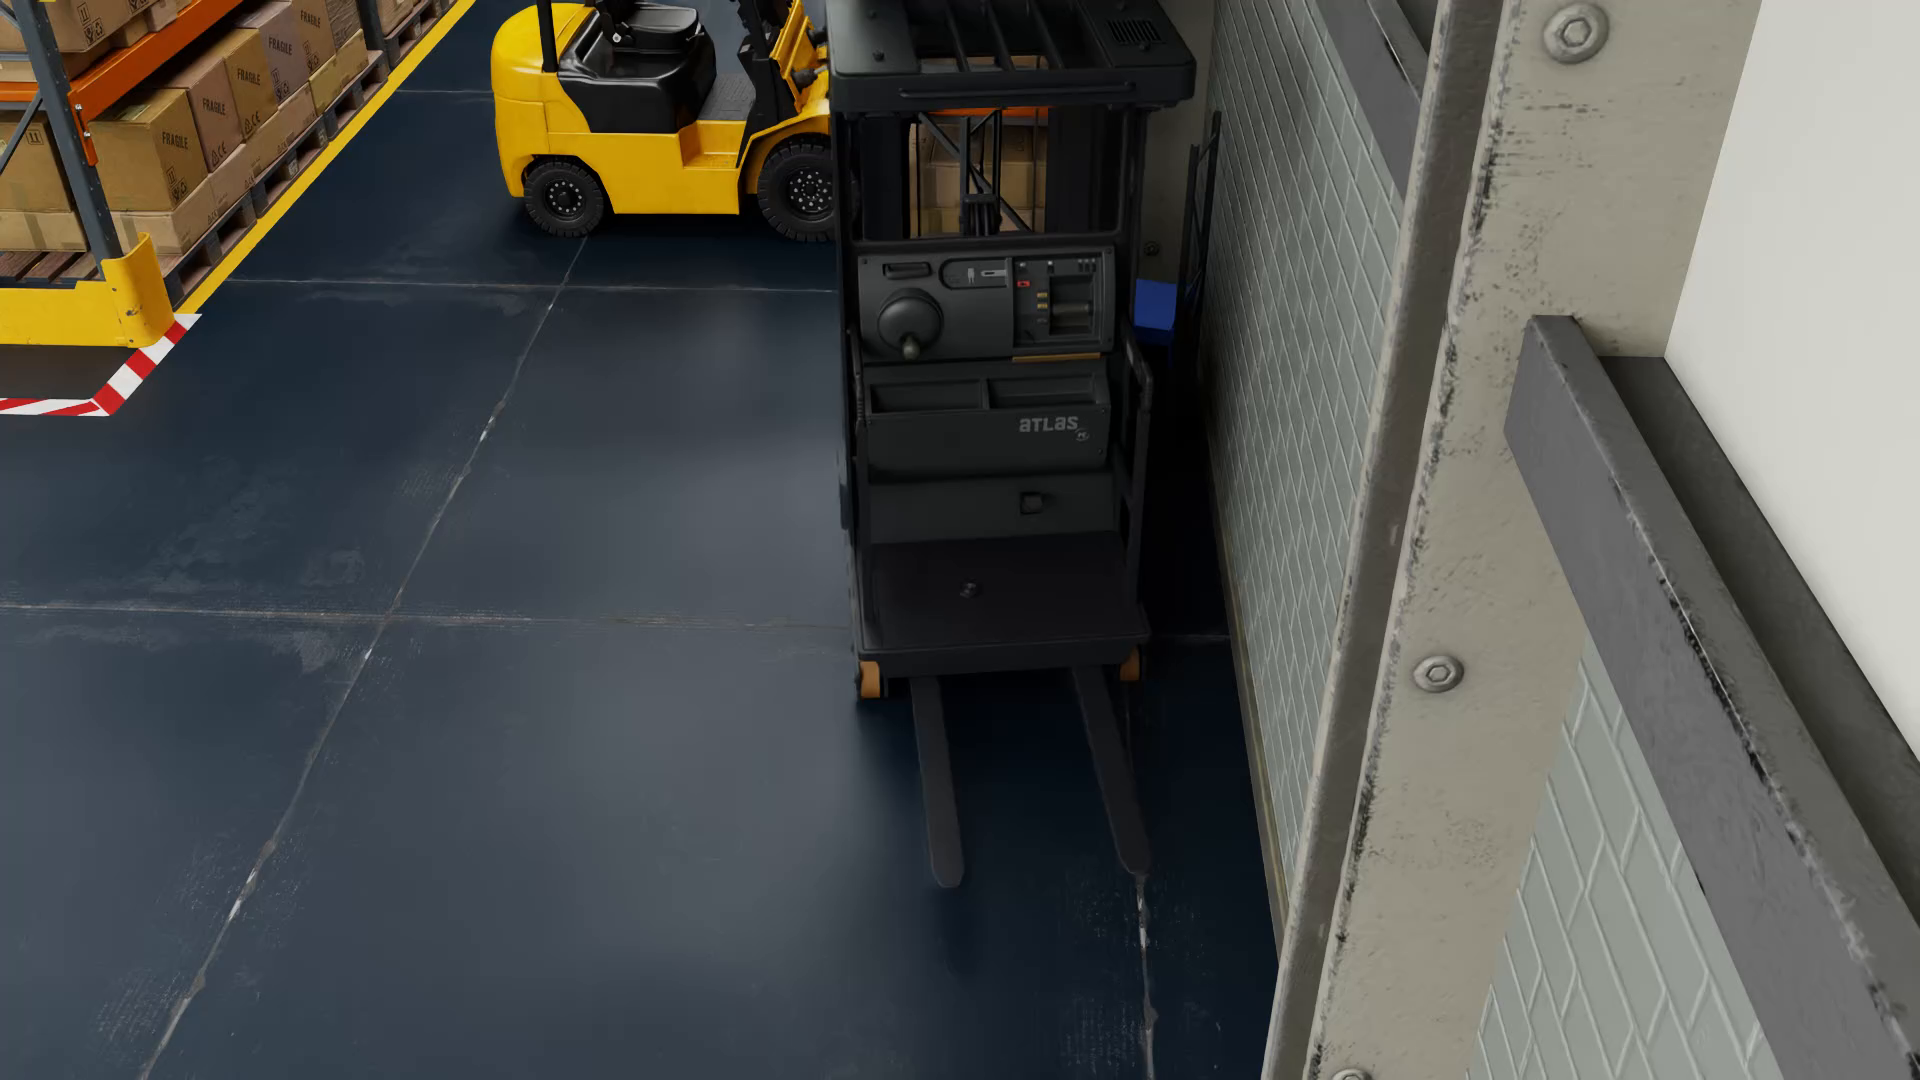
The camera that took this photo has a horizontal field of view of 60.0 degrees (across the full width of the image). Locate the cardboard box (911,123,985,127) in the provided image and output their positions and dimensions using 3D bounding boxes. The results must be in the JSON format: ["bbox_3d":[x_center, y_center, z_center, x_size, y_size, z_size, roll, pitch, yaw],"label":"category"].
[{"bbox_3d":[-0.116,-2.206,8.936,0.500,0.250,0.500,2,35,3],"label":"cardboard box"}]

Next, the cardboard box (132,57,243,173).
[{"bbox_3d":[-4.471,-2.422,9.461,0.500,0.500,0.500,0,35,0],"label":"cardboard box"}]

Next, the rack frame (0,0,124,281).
[{"bbox_3d":[-4.797,-2.297,7.910,1.000,3.000,0.127,1,35,2],"label":"rack frame"}]

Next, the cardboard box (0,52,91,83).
[{"bbox_3d":[-4.577,-2.385,8.253,0.380,0.149,0.250,1,35,2],"label":"cardboard box"}]

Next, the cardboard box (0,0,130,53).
[{"bbox_3d":[-4.501,-2.725,8.174,0.500,0.500,0.500,1,35,1],"label":"cardboard box"}]

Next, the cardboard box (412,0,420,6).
[{"bbox_3d":[-4.592,-4.407,12.831,0.950,0.372,0.625,3,35,5],"label":"cardboard box"}]

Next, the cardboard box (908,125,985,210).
[{"bbox_3d":[-0.130,-1.912,8.519,0.500,0.250,0.500,2,35,3],"label":"cardboard box"}]

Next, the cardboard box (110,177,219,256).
[{"bbox_3d":[-4.488,-1.801,9.230,0.500,0.250,0.500,1,35,1],"label":"cardboard box"}]

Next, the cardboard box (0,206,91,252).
[{"bbox_3d":[-5.032,-1.828,9.269,0.500,0.250,0.500,1,35,2],"label":"cardboard box"}]

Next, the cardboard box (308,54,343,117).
[{"bbox_3d":[-4.403,-2.990,10.922,0.500,0.250,0.500,0,35,1],"label":"cardboard box"}]

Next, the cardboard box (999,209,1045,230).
[{"bbox_3d":[0.389,-1.701,8.653,0.500,0.250,0.500,2,35,3],"label":"cardboard box"}]

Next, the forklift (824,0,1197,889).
[{"bbox_3d":[0.124,-0.796,5.834,1.130,2.935,3.031,-3,35,-5],"label":"forklift"}]

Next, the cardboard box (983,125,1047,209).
[{"bbox_3d":[0.371,-1.912,8.519,0.500,0.250,0.500,1,35,1],"label":"cardboard box"}]

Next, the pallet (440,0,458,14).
[{"bbox_3d":[-4.560,-4.605,13.618,1.003,0.211,1.213,1,35,2],"label":"pallet"}]

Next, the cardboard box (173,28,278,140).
[{"bbox_3d":[-4.443,-2.710,9.871,0.500,0.500,0.500,2,35,3],"label":"cardboard box"}]

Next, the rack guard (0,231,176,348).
[{"bbox_3d":[-4.794,-1.318,8.691,1.175,0.500,0.348,1,35,2],"label":"rack guard"}]

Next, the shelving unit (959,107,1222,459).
[{"bbox_3d":[0.569,-1.236,7.686,1.048,1.500,0.538,11,34,16],"label":"shelving unit"}]

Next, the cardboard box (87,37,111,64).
[{"bbox_3d":[-4.581,-2.530,8.460,0.380,0.149,0.250,2,35,3],"label":"cardboard box"}]

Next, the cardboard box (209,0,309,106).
[{"bbox_3d":[-4.430,-3.017,10.309,0.500,0.500,0.500,3,35,4],"label":"cardboard box"}]

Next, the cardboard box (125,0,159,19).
[{"bbox_3d":[-4.483,-3.023,8.597,0.500,0.500,0.500,2,35,3],"label":"cardboard box"}]

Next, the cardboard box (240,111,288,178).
[{"bbox_3d":[-4.451,-2.408,10.094,0.500,0.250,0.500,4,35,5],"label":"cardboard box"}]

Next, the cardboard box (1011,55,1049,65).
[{"bbox_3d":[0.460,-2.504,8.117,0.500,0.500,0.500,2,35,3],"label":"cardboard box"}]

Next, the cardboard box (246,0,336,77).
[{"bbox_3d":[-4.411,-3.311,10.726,0.500,0.500,0.500,2,35,3],"label":"cardboard box"}]

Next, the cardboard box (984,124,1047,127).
[{"bbox_3d":[0.388,-2.199,8.927,0.500,0.250,0.500,1,35,2],"label":"cardboard box"}]

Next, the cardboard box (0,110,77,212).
[{"bbox_3d":[-5.025,-2.117,9.028,0.500,0.500,0.500,2,35,2],"label":"cardboard box"}]

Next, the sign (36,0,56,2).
[{"bbox_3d":[-4.255,-2.639,7.643,0.100,0.325,0.005,1,35,2],"label":"sign"}]

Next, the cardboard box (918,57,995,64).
[{"bbox_3d":[-0.080,-2.514,8.132,0.500,0.500,0.500,1,35,1],"label":"cardboard box"}]

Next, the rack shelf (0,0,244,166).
[{"bbox_3d":[-4.717,-3.152,9.752,1.077,0.370,4.000,1,35,2],"label":"rack shelf"}]

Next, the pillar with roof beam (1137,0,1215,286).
[{"bbox_3d":[-3.210,-5.118,6.706,9.100,9.000,0.400,1,35,2],"label":"pillar with roof beam"}]

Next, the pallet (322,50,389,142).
[{"bbox_3d":[-4.628,-3.068,11.431,1.003,0.211,1.213,1,35,2],"label":"pallet"}]

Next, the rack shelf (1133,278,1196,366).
[{"bbox_3d":[0.567,-1.085,7.784,1.000,0.185,0.538,11,34,16],"label":"rack shelf"}]

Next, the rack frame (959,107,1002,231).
[{"bbox_3d":[0.090,-1.333,7.824,0.032,1.500,0.500,11,34,16],"label":"rack frame"}]

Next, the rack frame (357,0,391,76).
[{"bbox_3d":[-4.636,-4.595,11.180,1.000,3.000,0.127,1,35,2],"label":"rack frame"}]

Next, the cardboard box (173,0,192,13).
[{"bbox_3d":[-4.456,-2.975,9.093,0.380,0.149,0.250,2,35,3],"label":"cardboard box"}]

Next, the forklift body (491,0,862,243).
[{"bbox_3d":[-1.584,-2.969,9.604,2.313,2.155,1.214,1,35,2],"label":"forklift body"}]

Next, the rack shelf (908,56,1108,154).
[{"bbox_3d":[0.243,-3.039,9.592,1.077,0.370,4.000,1,35,2],"label":"rack shelf"}]

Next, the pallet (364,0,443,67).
[{"bbox_3d":[-4.607,-3.902,12.618,1.003,0.211,1.213,1,35,2],"label":"pallet"}]

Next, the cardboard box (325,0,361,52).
[{"bbox_3d":[-4.392,-3.603,11.142,0.500,0.500,0.500,1,35,1],"label":"cardboard box"}]

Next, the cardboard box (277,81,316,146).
[{"bbox_3d":[-4.428,-2.698,10.506,0.500,0.250,0.500,2,35,3],"label":"cardboard box"}]

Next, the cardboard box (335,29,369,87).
[{"bbox_3d":[-4.392,-3.296,11.358,0.500,0.250,0.500,3,35,4],"label":"cardboard box"}]

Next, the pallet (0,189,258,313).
[{"bbox_3d":[-4.726,-1.666,9.437,1.003,0.211,1.213,1,35,2],"label":"pallet"}]

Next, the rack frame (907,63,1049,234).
[{"bbox_3d":[0.163,-2.185,7.750,1.000,3.000,0.127,1,35,2],"label":"rack frame"}]

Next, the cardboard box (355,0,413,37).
[{"bbox_3d":[-4.618,-3.993,12.244,0.950,0.372,0.625,2,35,2],"label":"cardboard box"}]

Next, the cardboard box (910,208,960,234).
[{"bbox_3d":[-0.130,-1.723,8.684,0.500,0.250,0.500,1,35,1],"label":"cardboard box"}]

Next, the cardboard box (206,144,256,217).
[{"bbox_3d":[-4.460,-2.094,9.647,0.500,0.250,0.500,3,35,4],"label":"cardboard box"}]

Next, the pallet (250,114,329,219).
[{"bbox_3d":[-4.674,-2.365,10.431,1.003,0.211,1.213,1,35,2],"label":"pallet"}]

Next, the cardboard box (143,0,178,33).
[{"bbox_3d":[-4.433,-2.825,8.880,0.380,0.149,0.250,2,35,3],"label":"cardboard box"}]

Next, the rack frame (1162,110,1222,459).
[{"bbox_3d":[1.049,-1.139,7.548,0.032,1.500,0.500,11,34,16],"label":"rack frame"}]

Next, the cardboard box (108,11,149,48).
[{"bbox_3d":[-4.489,-2.681,8.674,0.380,0.149,0.250,0,35,0],"label":"cardboard box"}]

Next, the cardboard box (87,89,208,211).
[{"bbox_3d":[-4.488,-2.122,9.034,0.500,0.500,0.500,0,35,0],"label":"cardboard box"}]
